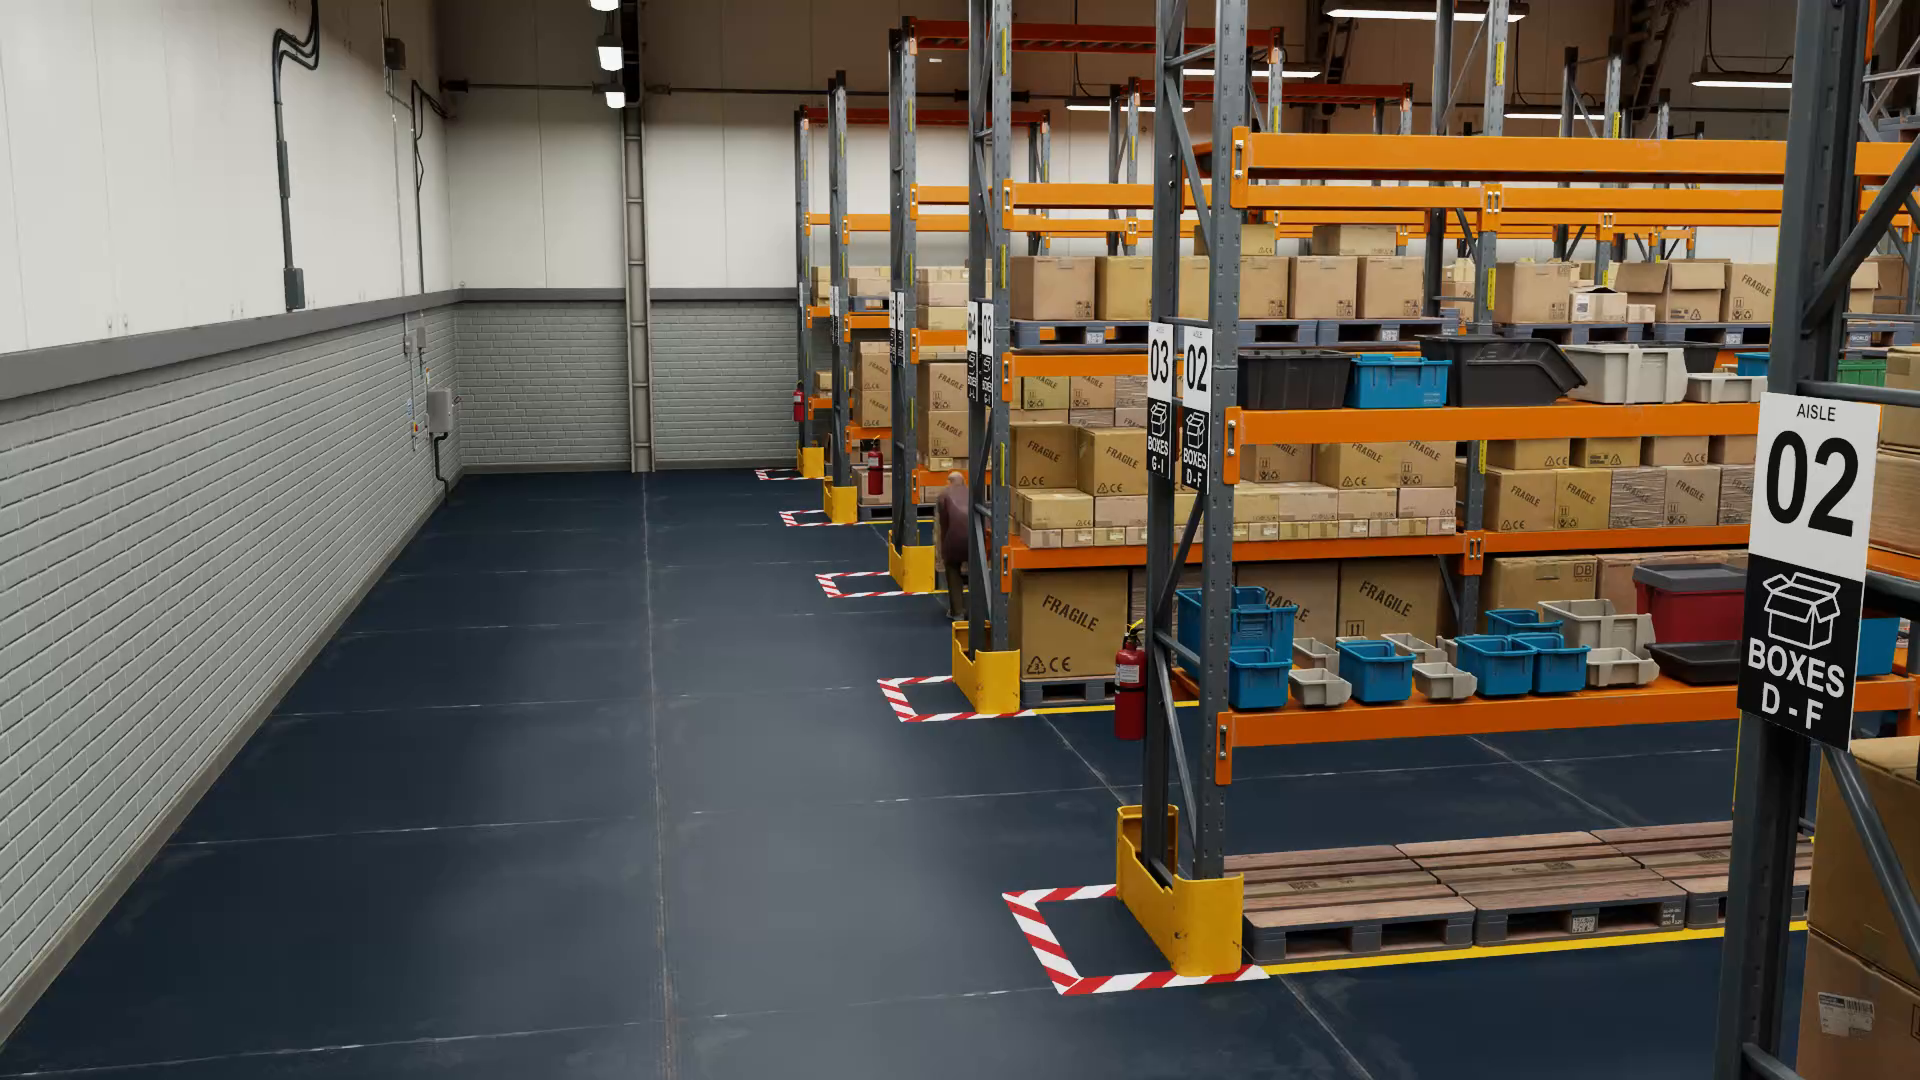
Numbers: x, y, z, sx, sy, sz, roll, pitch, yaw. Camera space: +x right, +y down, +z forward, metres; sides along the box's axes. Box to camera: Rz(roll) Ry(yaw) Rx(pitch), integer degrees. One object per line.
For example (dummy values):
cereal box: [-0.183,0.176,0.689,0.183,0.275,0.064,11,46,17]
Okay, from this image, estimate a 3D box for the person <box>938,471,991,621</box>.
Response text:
person: [0.039,0.061,16.624,0.541,1.435,0.859,-2,10,-12]
